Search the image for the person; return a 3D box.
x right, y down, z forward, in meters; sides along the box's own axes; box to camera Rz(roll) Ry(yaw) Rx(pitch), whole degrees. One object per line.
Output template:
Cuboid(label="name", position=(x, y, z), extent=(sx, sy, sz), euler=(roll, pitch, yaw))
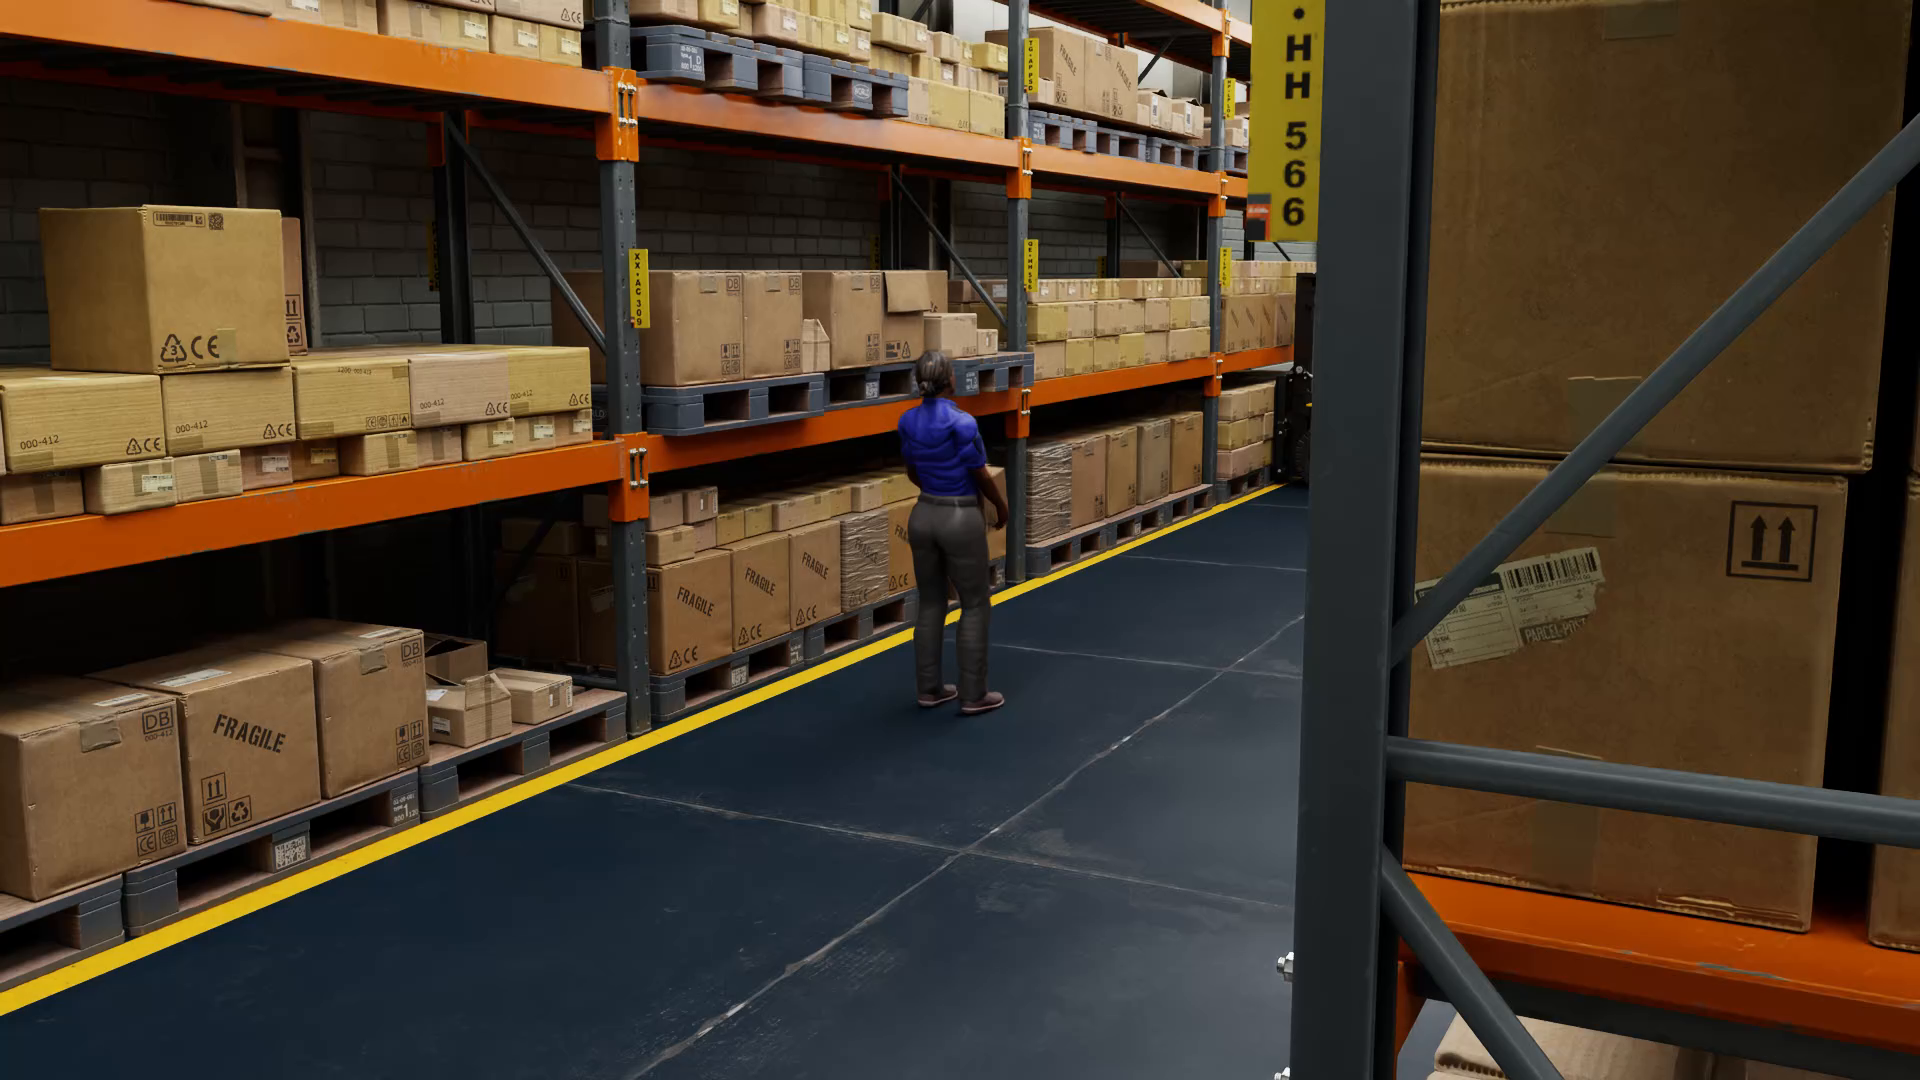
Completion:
Cuboid(label="person", position=(-0.020, -0.046, 7.670), extent=(0.456, 1.656, 0.503), euler=(7, 11, 37))
